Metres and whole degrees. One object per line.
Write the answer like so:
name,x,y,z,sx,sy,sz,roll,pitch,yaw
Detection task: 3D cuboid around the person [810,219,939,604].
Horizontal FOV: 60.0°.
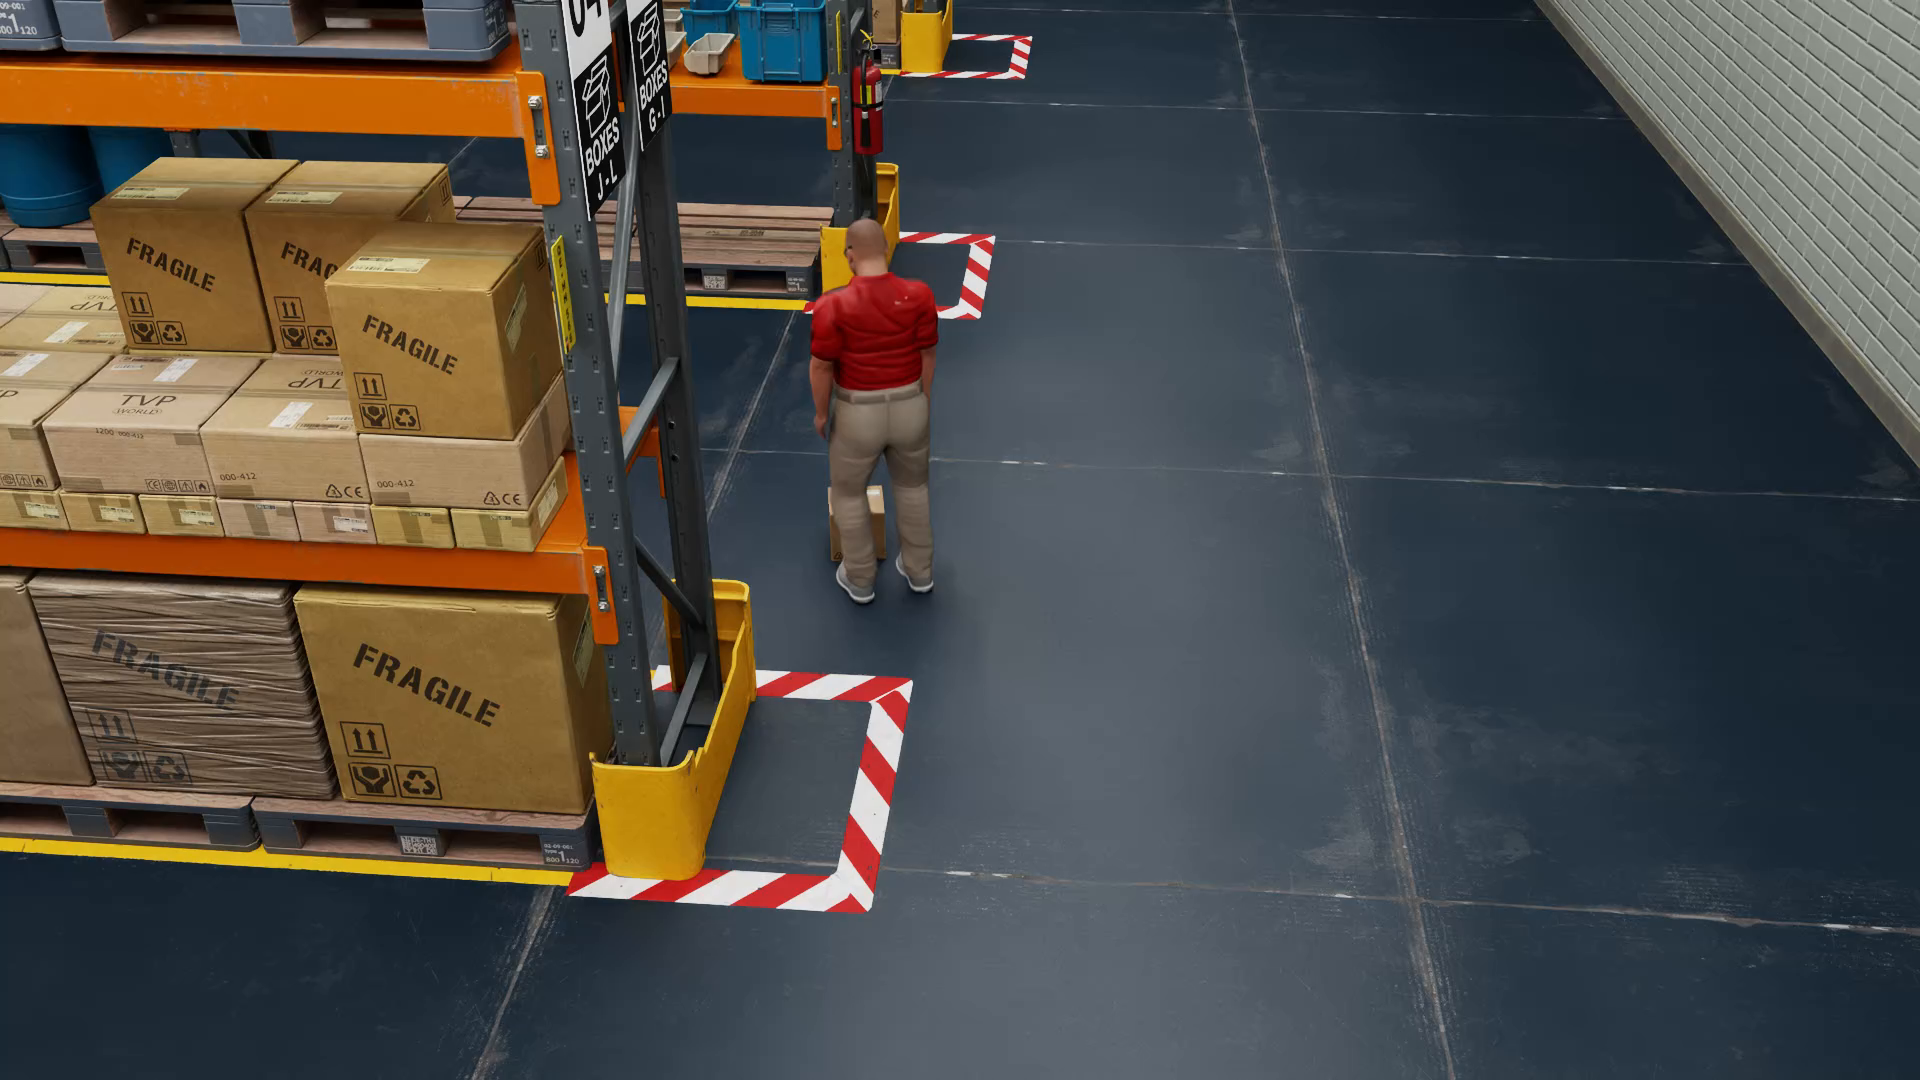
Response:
person,-0.362,-0.523,7.020,0.538,1.712,0.366,-9,33,-14
